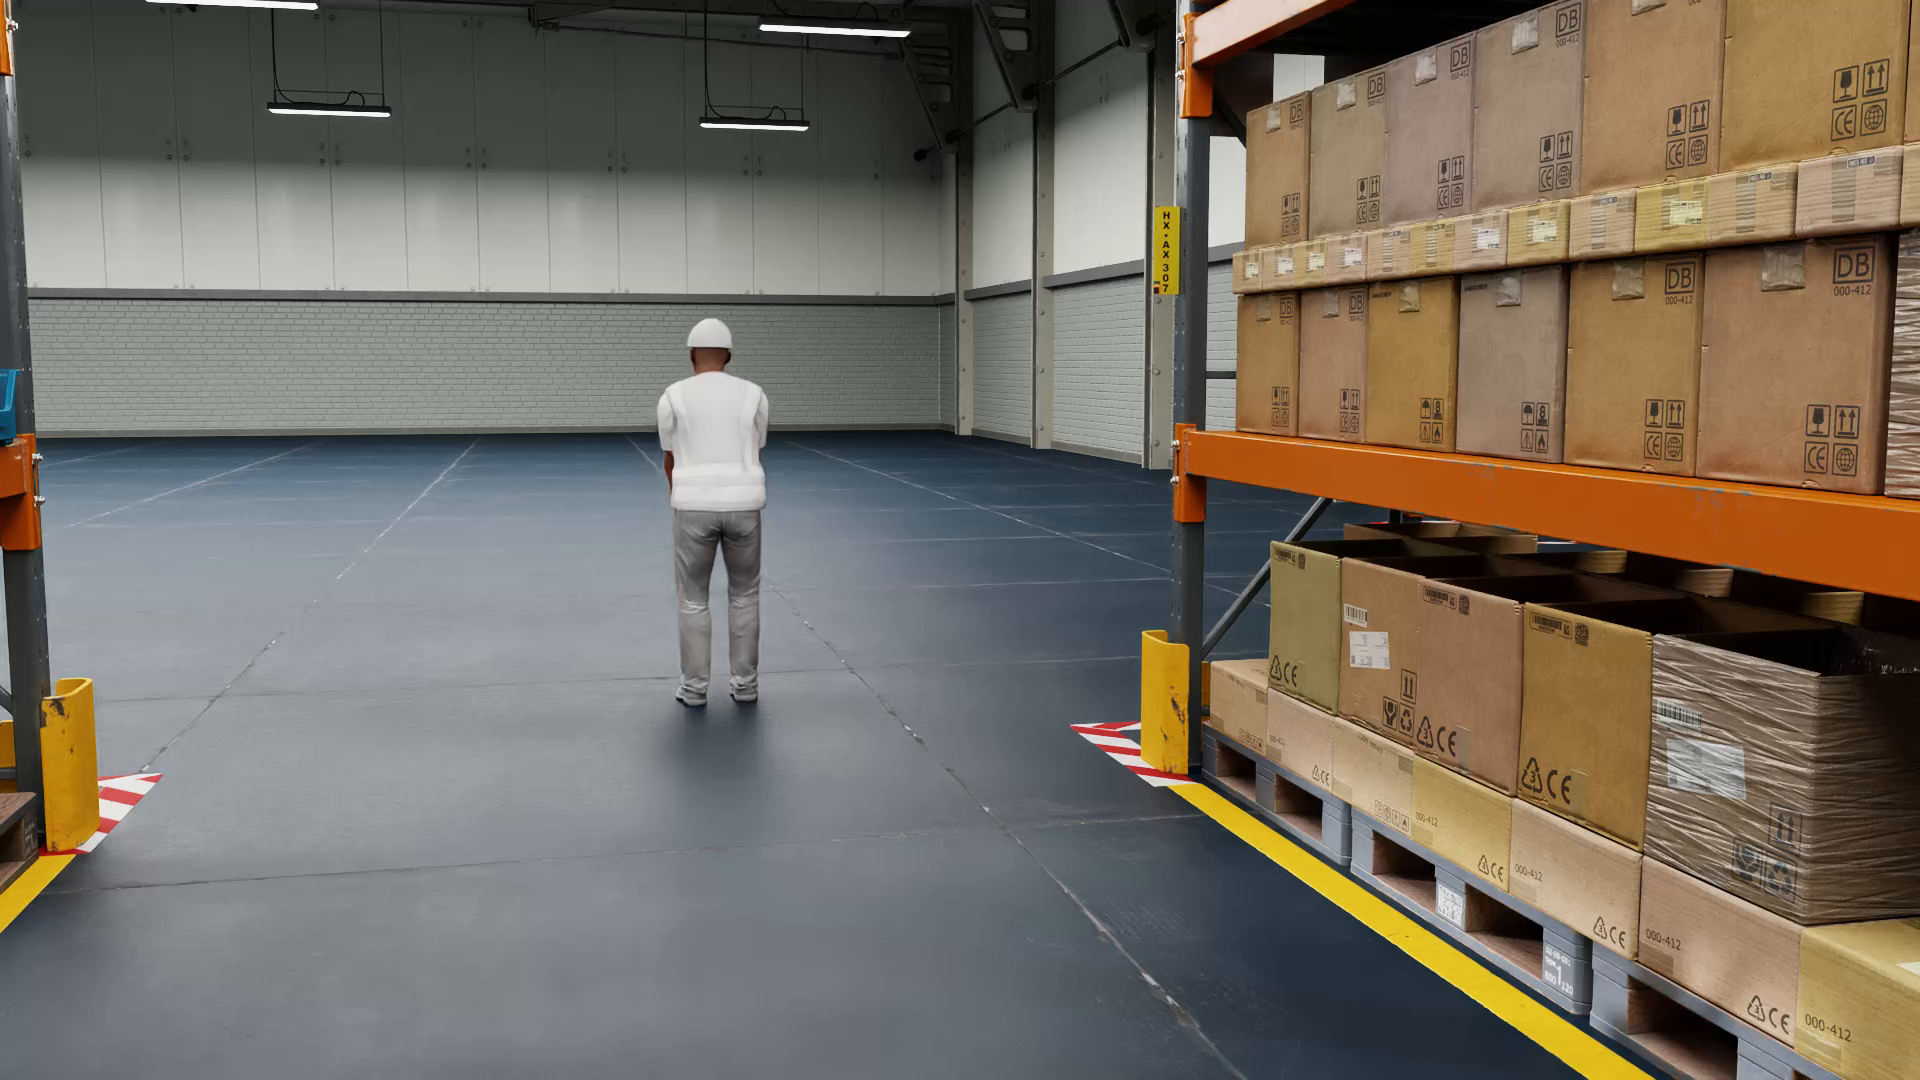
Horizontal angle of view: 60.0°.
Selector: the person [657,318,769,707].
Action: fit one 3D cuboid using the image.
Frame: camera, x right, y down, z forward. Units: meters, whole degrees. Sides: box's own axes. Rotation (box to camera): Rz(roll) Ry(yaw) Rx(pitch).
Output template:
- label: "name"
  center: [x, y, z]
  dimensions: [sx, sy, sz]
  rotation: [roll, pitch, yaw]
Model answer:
- label: "person"
  center: [-1.142, -0.140, 7.689]
  dimensions: [0.504, 1.758, 0.581]
  rotation: [-2, 6, -15]
